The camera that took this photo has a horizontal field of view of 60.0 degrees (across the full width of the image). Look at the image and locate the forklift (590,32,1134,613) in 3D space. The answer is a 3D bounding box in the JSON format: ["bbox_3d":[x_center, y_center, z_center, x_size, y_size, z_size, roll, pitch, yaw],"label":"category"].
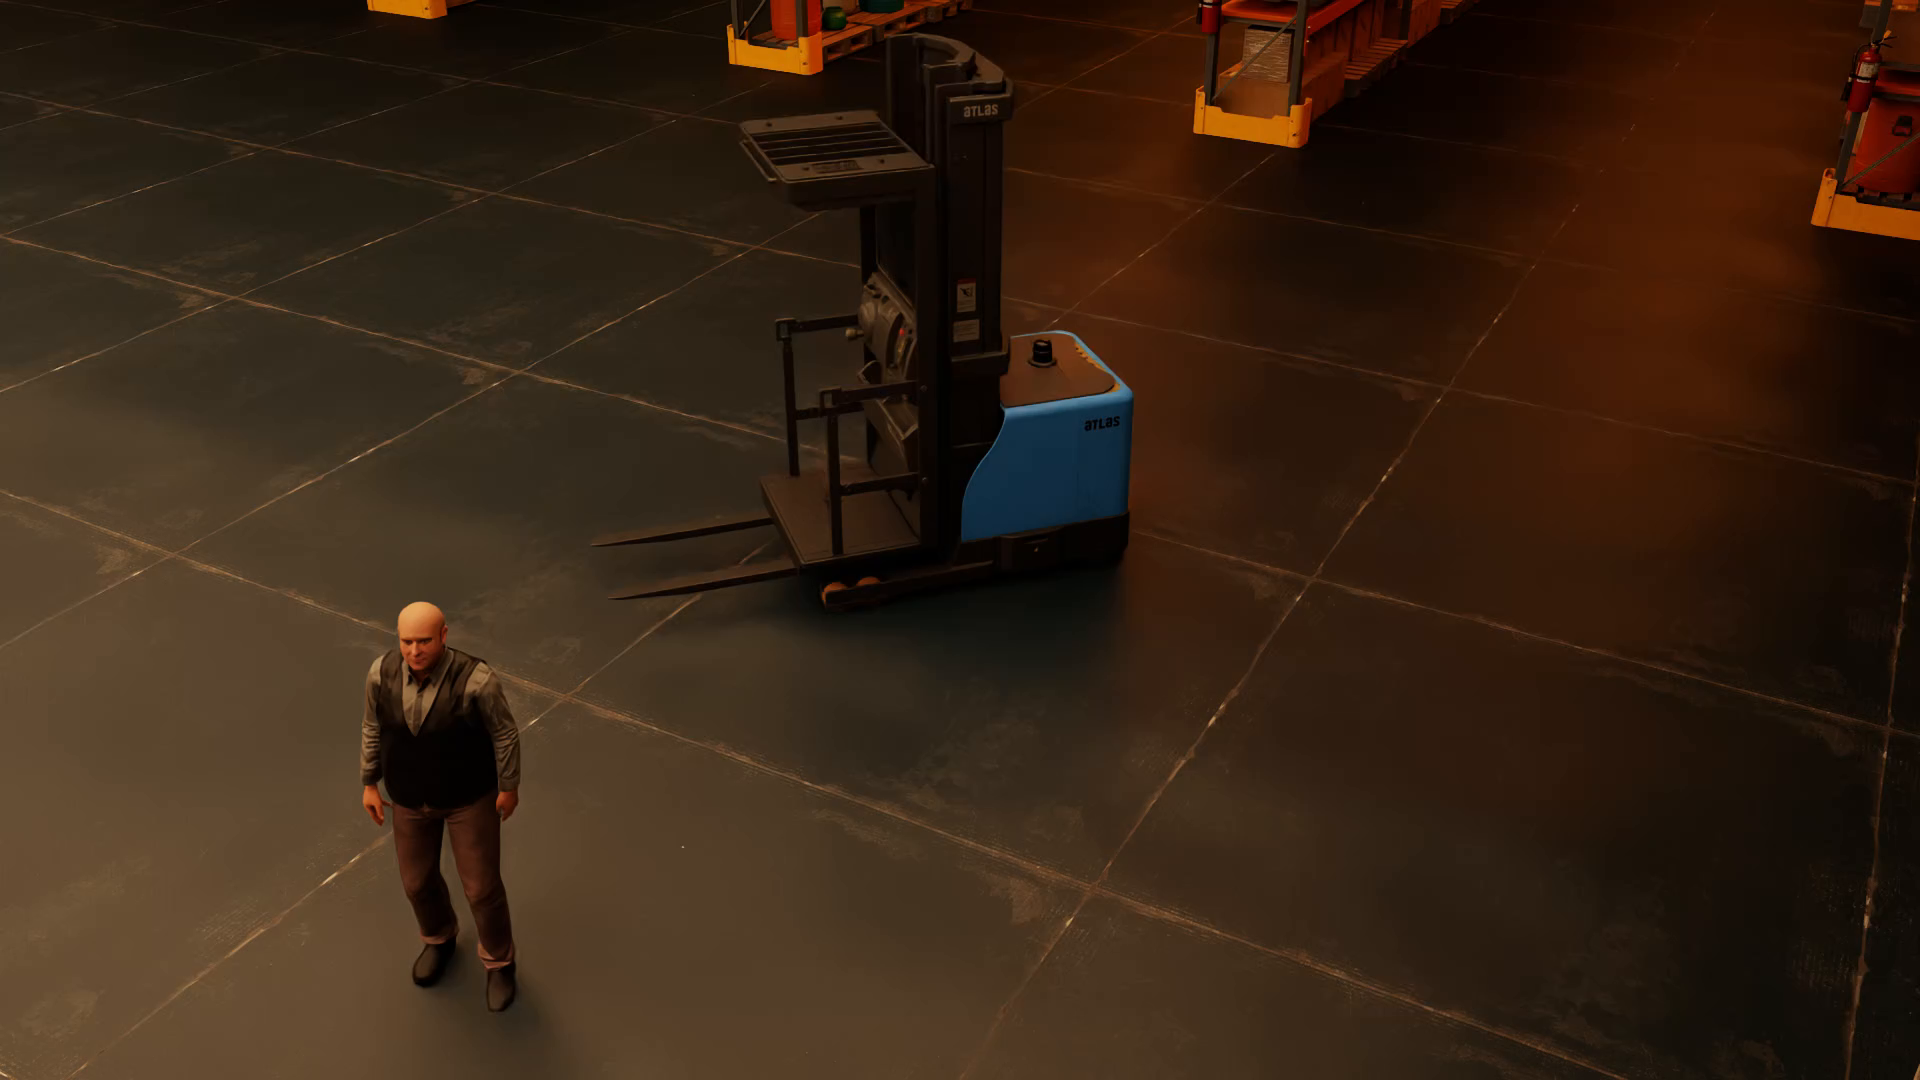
[{"bbox_3d":[-0.584,-1.160,9.080,3.031,2.935,1.130,-10,31,-16],"label":"forklift"}]

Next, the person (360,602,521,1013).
[{"bbox_3d":[-2.040,1.041,6.515,0.614,1.748,0.509,3,30,5],"label":"person"}]
